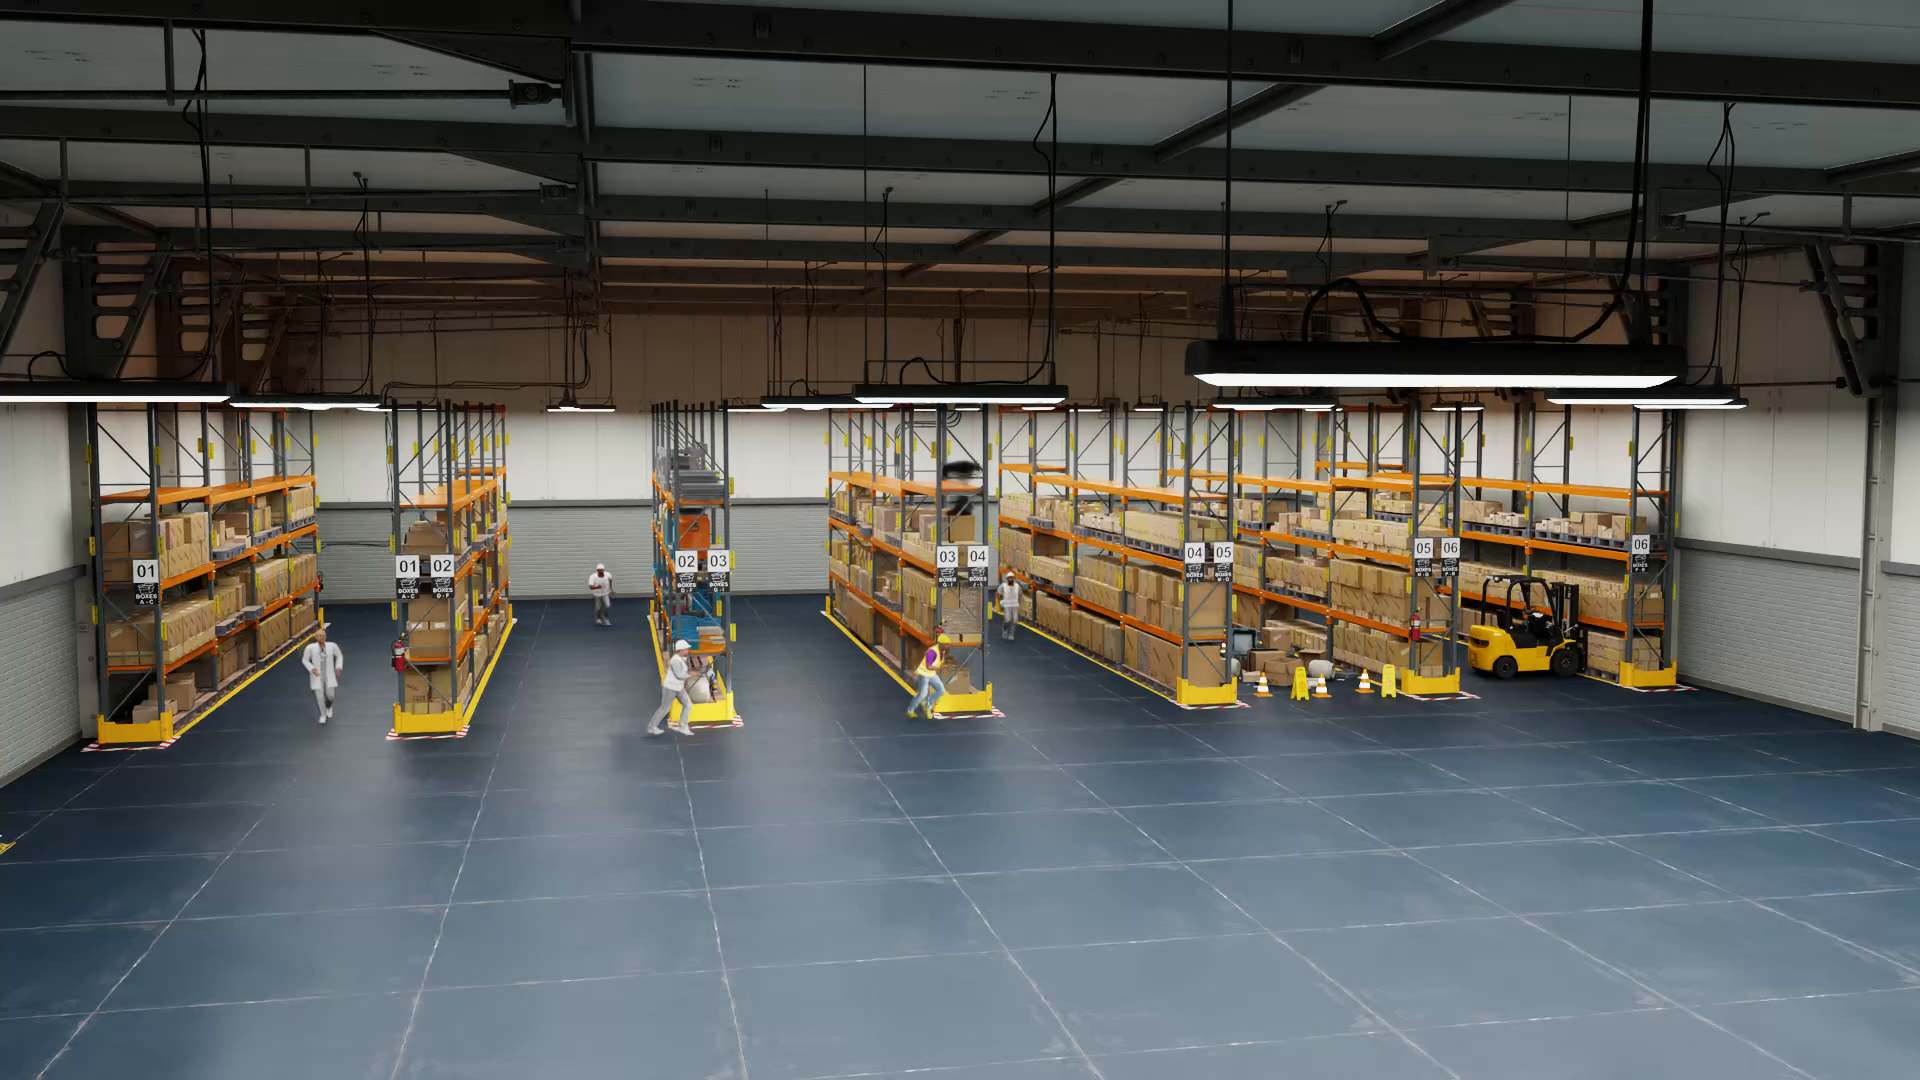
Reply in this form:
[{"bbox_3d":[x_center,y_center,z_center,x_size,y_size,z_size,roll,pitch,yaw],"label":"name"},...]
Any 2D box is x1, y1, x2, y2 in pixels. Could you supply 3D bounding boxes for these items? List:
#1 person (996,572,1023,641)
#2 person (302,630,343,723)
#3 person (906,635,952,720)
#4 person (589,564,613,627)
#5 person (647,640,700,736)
[{"bbox_3d":[1.286,1.689,41.928,0.670,1.739,0.598,-1,4,-14],"label":"person"},{"bbox_3d":[-11.835,2.571,30.904,0.724,1.651,0.665,-2,5,-25],"label":"person"},{"bbox_3d":[-0.559,2.568,31.215,0.945,1.625,0.741,2,5,25],"label":"person"},{"bbox_3d":[-9.686,1.483,44.899,0.662,1.707,0.942,-2,5,-19],"label":"person"},{"bbox_3d":[-5.075,2.640,29.503,0.976,1.751,0.665,0,4,5],"label":"person"}]
